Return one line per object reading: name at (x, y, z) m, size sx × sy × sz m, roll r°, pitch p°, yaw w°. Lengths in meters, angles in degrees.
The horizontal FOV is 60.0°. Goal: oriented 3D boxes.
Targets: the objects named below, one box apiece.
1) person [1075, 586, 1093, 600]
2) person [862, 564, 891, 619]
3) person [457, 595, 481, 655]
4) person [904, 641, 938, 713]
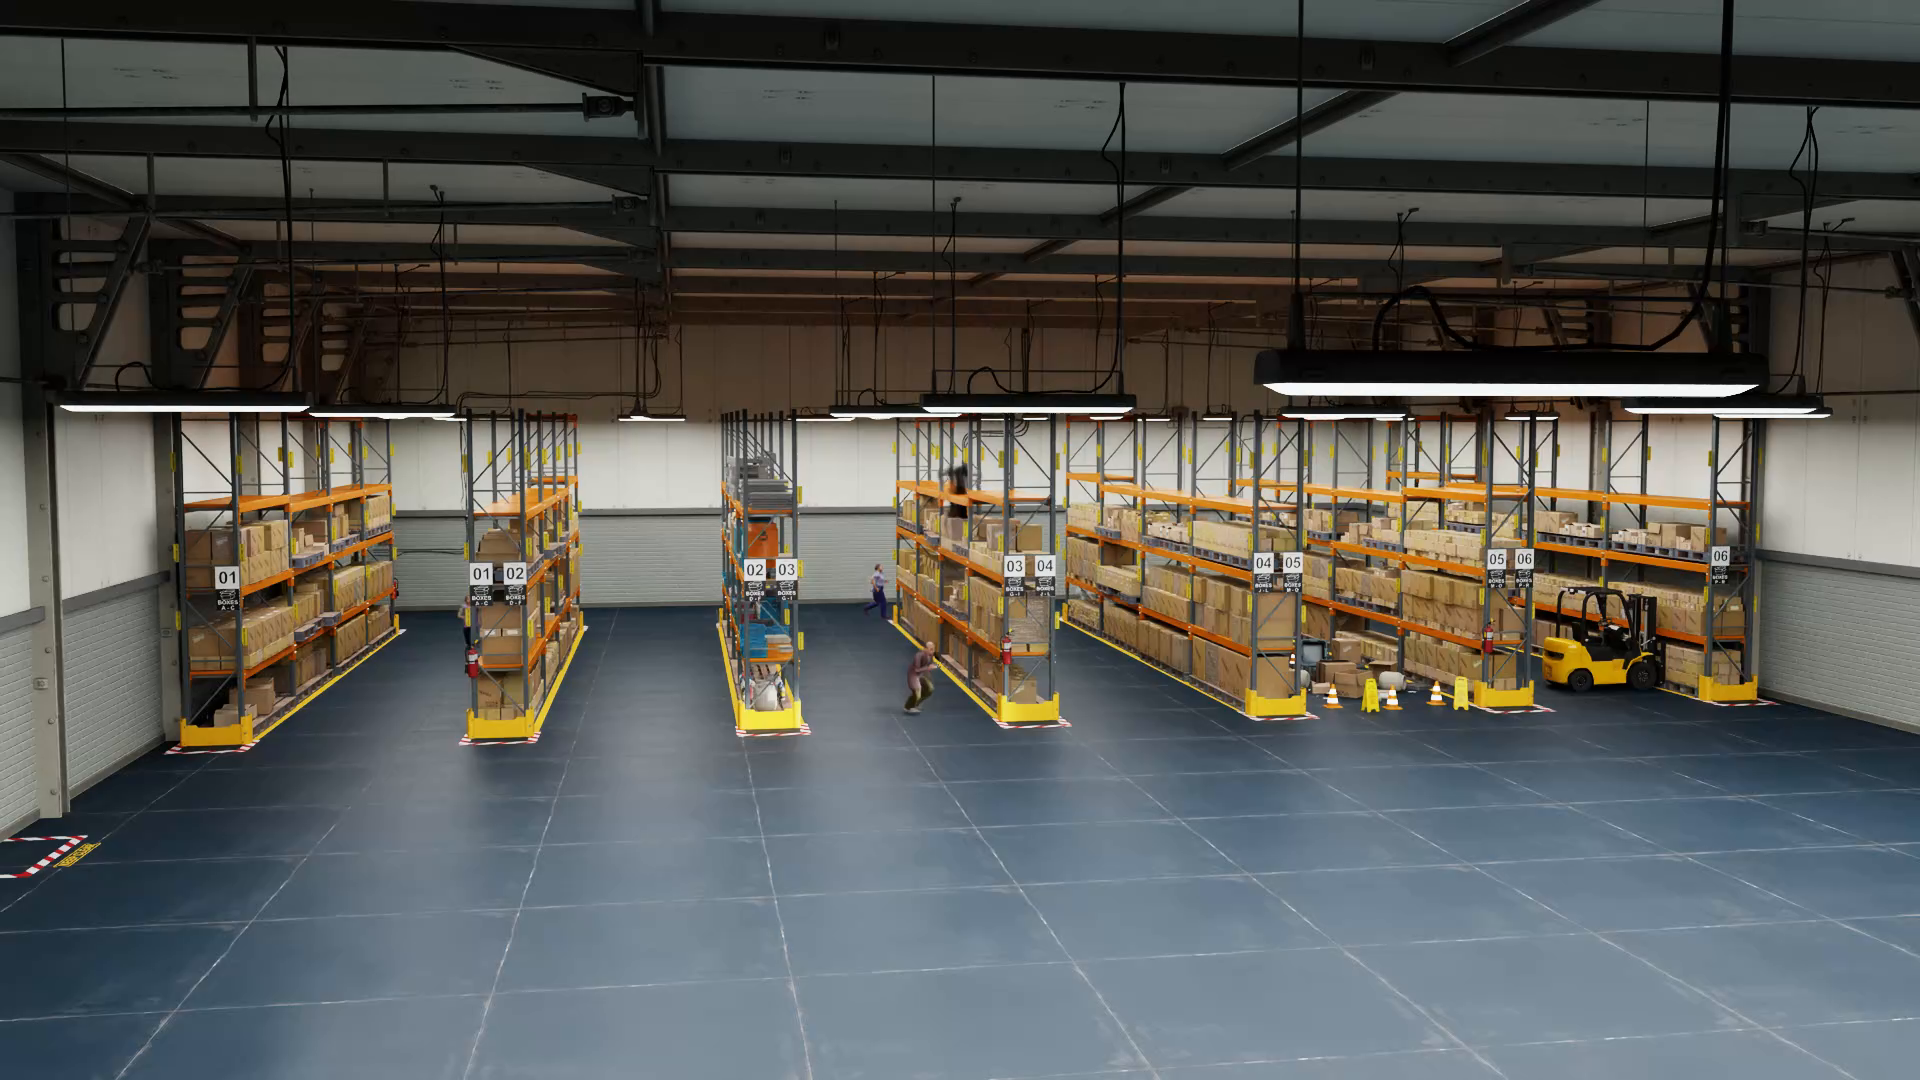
person at (3.862, 1.315, 50.586) m, size 0.670 × 1.800 × 0.668 m, roll -3°, pitch 5°, yaw -36°
person at (-2.447, 1.500, 48.770) m, size 0.848 × 1.625 × 0.594 m, roll 0°, pitch 4°, yaw -4°
person at (-11.826, 2.104, 40.082) m, size 0.508 × 1.609 × 0.861 m, roll -1°, pitch 4°, yaw -10°
person at (-0.762, 2.692, 32.606) m, size 1.052 × 1.490 × 0.690 m, roll 4°, pitch 5°, yaw 42°
